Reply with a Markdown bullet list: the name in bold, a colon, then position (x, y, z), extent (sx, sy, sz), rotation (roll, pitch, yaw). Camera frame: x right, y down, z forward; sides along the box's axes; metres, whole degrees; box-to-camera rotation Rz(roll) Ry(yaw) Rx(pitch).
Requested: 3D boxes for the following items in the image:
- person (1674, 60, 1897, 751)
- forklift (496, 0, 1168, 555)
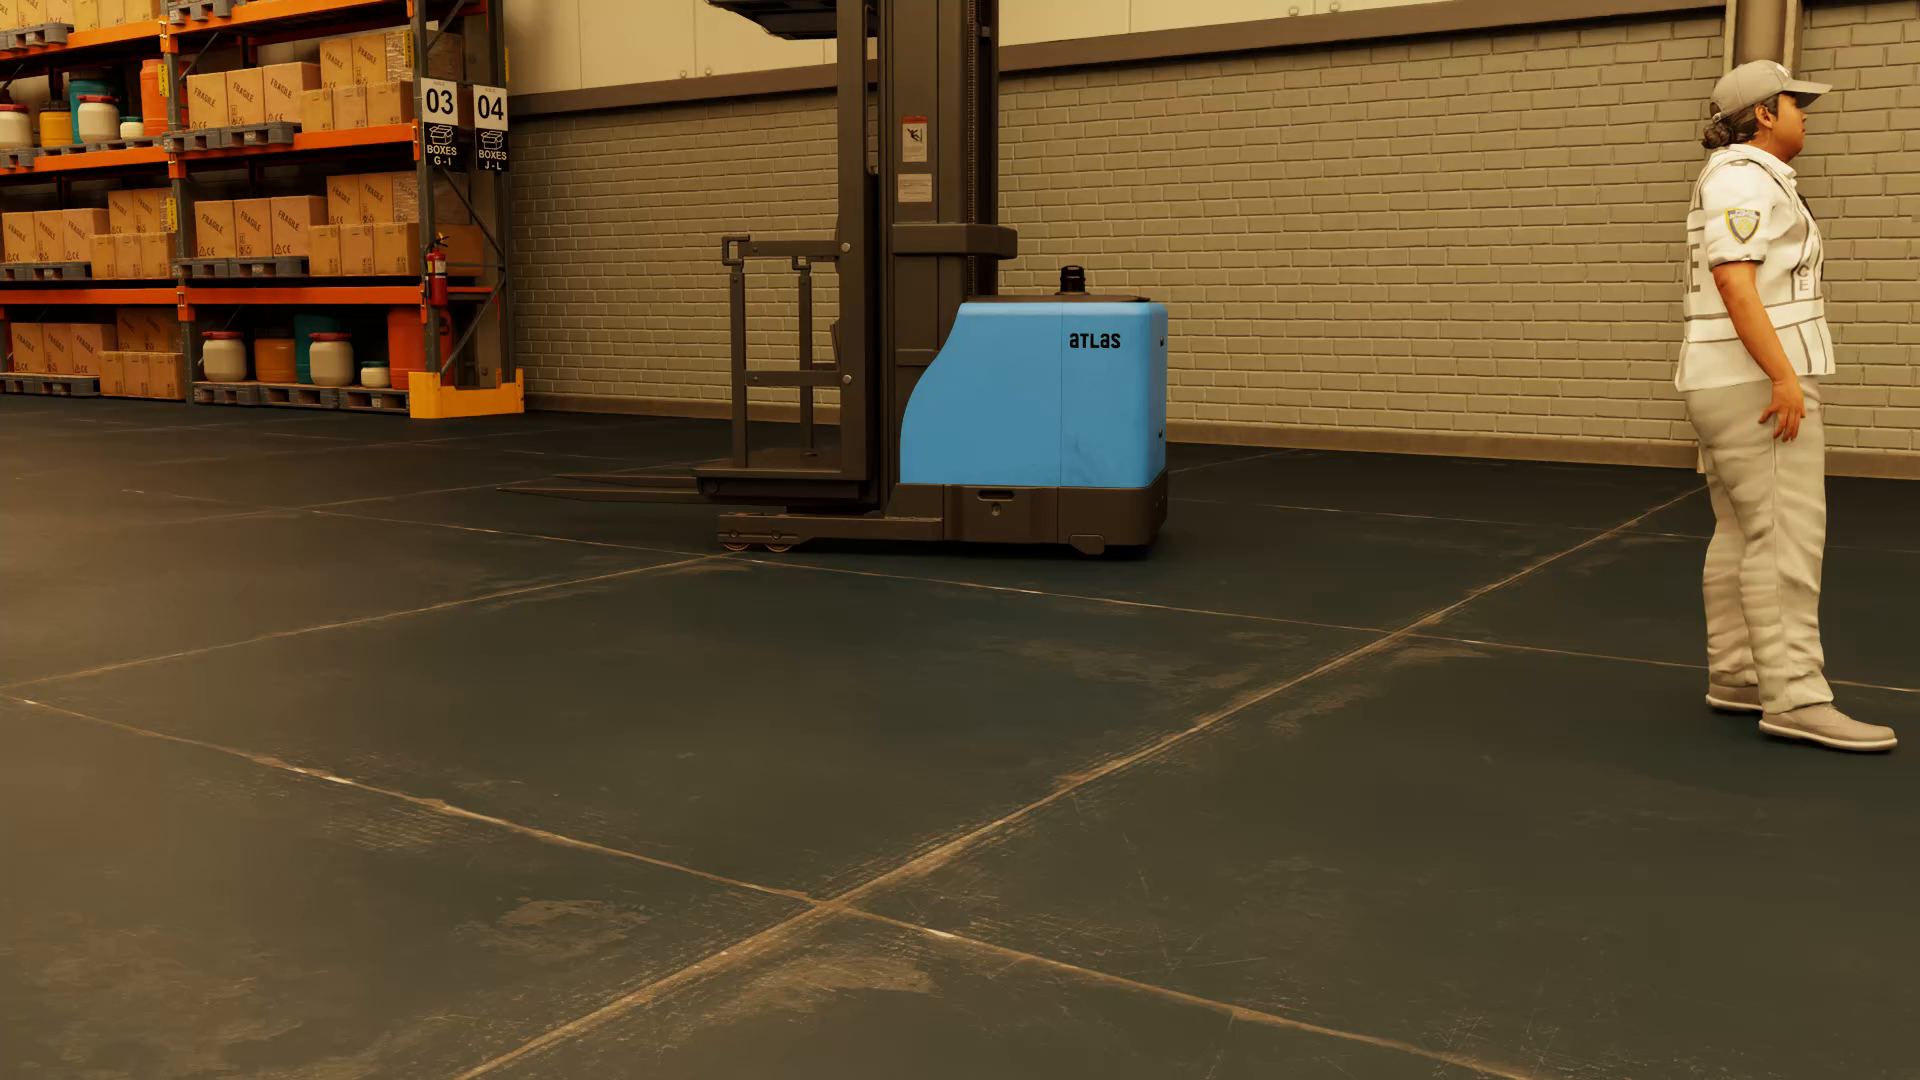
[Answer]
- **person**: position (2.094, -0.365, 4.201), extent (0.530, 1.670, 0.598), rotation (3, 9, 21)
- **forklift**: position (-0.596, -1.469, 7.520), extent (3.031, 2.935, 1.130), rotation (2, 8, 12)
